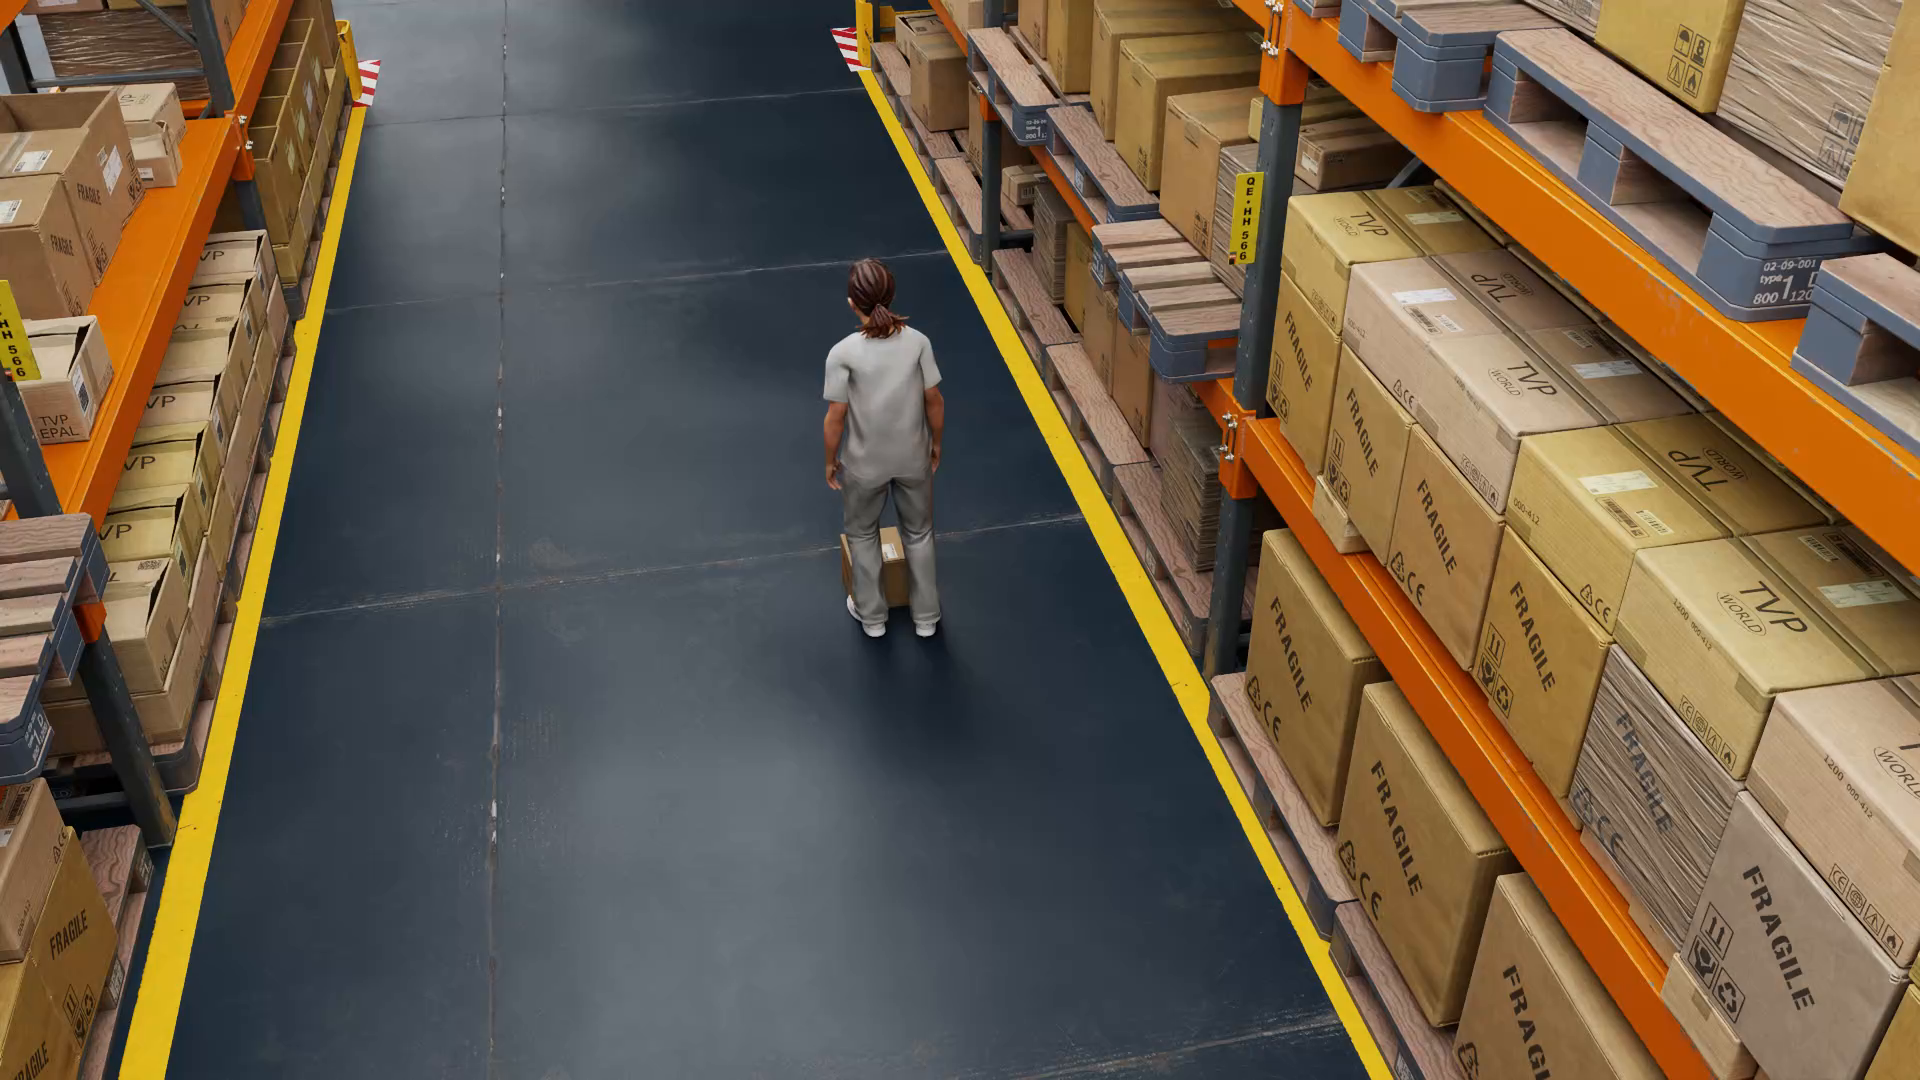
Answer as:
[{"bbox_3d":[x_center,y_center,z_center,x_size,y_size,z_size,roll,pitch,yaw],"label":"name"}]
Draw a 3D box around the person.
[{"bbox_3d":[-0.307,-0.337,6.636,0.495,1.672,0.415,-9,36,-13],"label":"person"}]
